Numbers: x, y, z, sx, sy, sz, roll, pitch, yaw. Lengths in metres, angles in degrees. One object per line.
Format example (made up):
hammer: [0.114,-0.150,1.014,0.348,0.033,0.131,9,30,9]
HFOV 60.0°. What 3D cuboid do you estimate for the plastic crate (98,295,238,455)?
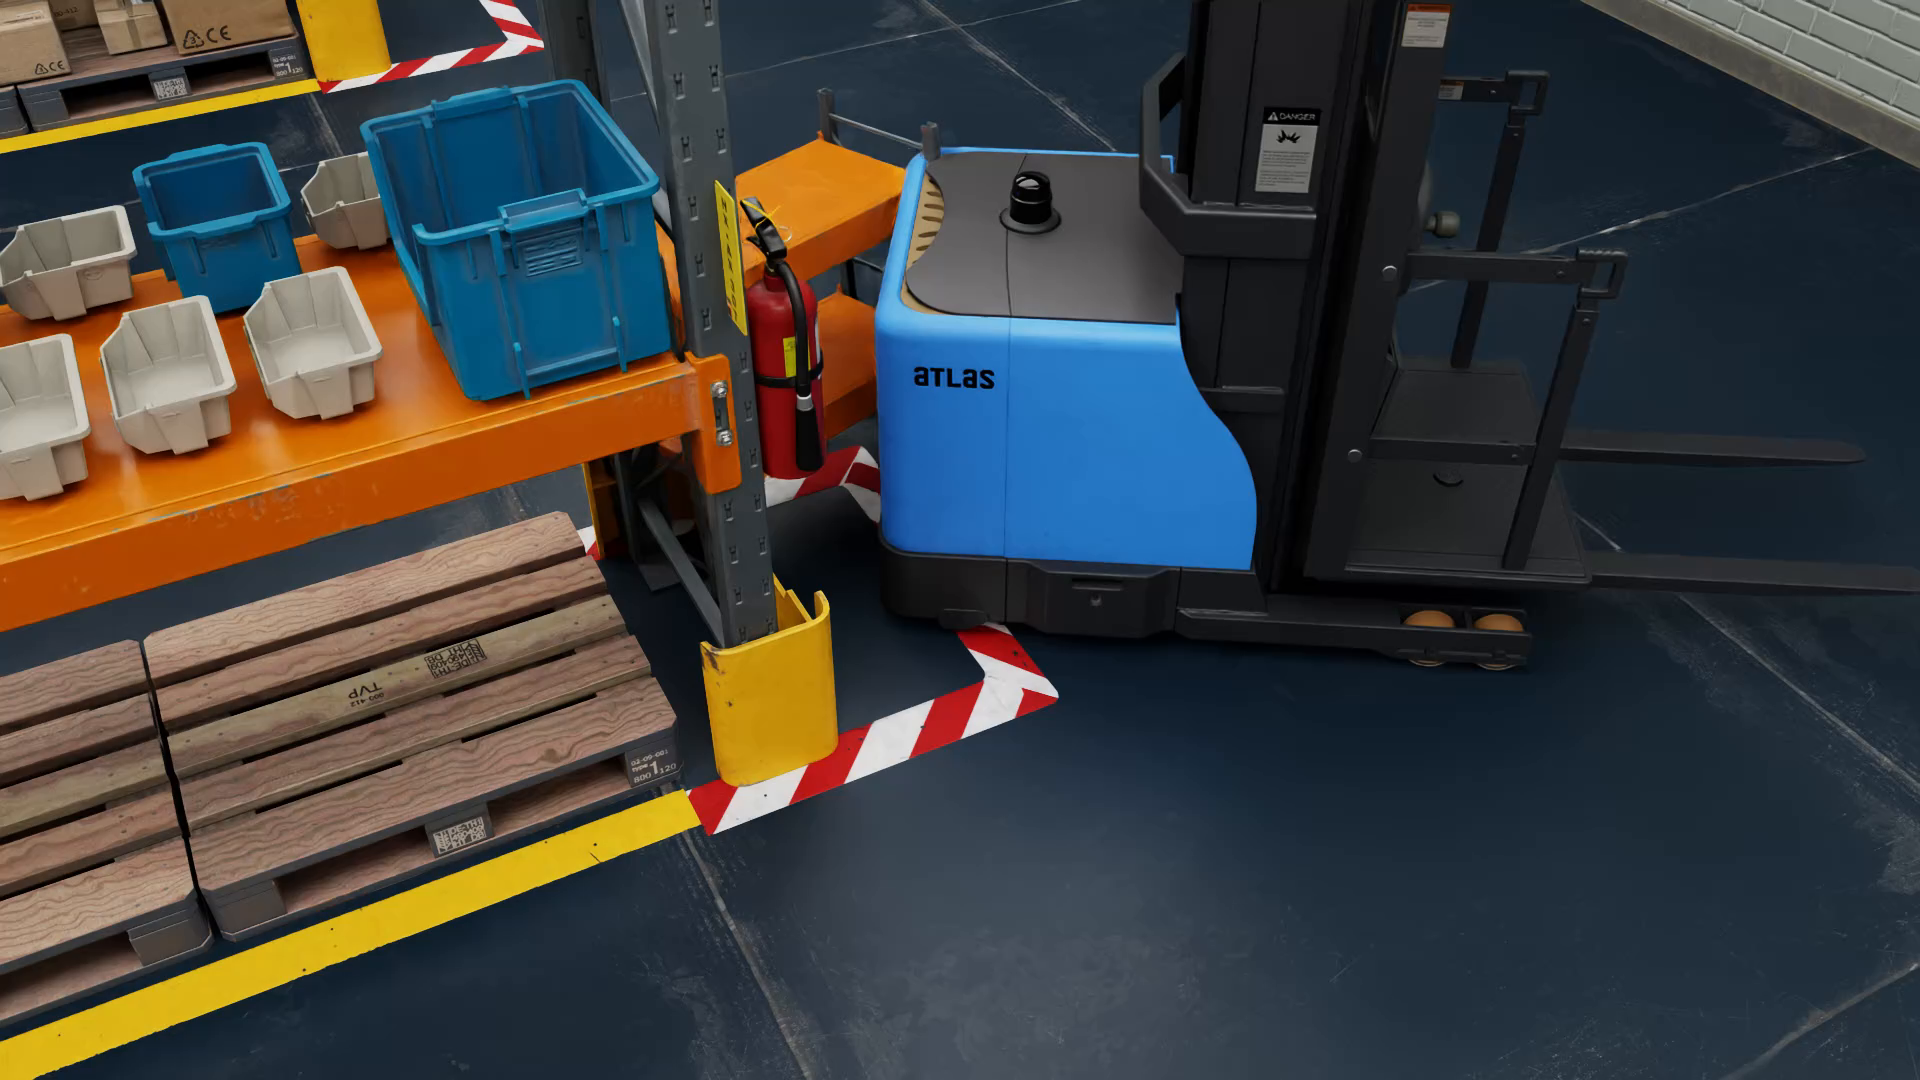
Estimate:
plastic crate: [-1.653,-0.335,3.482,0.243,0.136,0.396,-19,44,-21]

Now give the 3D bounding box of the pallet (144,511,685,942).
pallet: [-1.499,0.450,4.555,1.213,0.211,1.003,-19,44,-21]

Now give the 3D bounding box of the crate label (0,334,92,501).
crate label: [-1.889,-0.238,3.367,0.243,0.136,0.396,-19,44,-21]

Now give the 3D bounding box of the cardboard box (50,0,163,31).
cardboard box: [-4.091,-2.647,7.843,0.500,0.250,0.500,-19,44,-21]

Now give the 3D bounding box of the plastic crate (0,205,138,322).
plastic crate: [-2.045,-0.624,3.824,0.298,0.136,0.250,-19,44,-21]

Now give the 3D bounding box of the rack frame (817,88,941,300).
rack frame: [-0.214,-0.847,5.322,0.500,1.125,0.032,28,47,36]

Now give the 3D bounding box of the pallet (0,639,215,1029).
pallet: [-2.580,0.812,4.128,1.213,0.211,1.003,-19,44,-21]

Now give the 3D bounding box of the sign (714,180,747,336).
sign: [-0.481,-0.590,3.499,0.005,0.325,0.100,-19,44,-21]

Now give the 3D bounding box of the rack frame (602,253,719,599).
rack frame: [-0.918,-0.372,4.763,0.500,1.125,0.032,28,47,36]

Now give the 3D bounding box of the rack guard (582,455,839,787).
rack guard: [-0.735,0.102,4.743,0.348,0.500,1.175,-19,44,-21]

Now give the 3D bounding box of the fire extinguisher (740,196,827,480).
fire extinguisher: [-0.406,-0.451,3.809,0.183,0.674,0.296,-19,44,-21]

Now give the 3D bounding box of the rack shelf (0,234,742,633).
rack shelf: [-2.524,0.034,3.445,4.000,0.370,1.077,-19,44,-21]

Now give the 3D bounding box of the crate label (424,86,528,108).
crate label: [-1.121,-0.912,4.089,0.303,0.233,0.416,-19,44,-21]

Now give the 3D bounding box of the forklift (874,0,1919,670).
forklift: [1.307,-1.102,4.283,3.031,2.935,1.130,3,40,3]

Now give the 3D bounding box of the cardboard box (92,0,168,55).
cardboard box: [-3.804,-2.391,7.606,0.250,0.166,0.380,-19,44,-21]

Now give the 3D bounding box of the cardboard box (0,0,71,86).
cardboard box: [-4.260,-2.226,7.346,0.500,0.250,0.500,-19,44,-21]

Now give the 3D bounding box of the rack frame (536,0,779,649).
rack frame: [-0.750,-0.838,3.918,0.127,3.000,1.000,-19,44,-21]

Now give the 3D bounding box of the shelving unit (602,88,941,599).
shelving unit: [-0.566,-0.609,5.042,0.538,1.125,1.048,28,47,36]

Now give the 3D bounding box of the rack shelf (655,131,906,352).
rack shelf: [-0.586,-0.844,4.868,0.538,0.278,1.000,28,47,36]

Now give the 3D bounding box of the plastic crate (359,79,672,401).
plastic crate: [-0.961,-0.667,3.643,0.499,0.435,0.616,-19,44,-21]

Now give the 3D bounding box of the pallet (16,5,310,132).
pallet: [-3.809,-2.352,7.865,1.213,0.211,1.003,-19,44,-21]

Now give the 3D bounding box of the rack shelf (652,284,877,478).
rack shelf: [-0.550,-0.413,5.188,0.538,0.278,1.000,28,47,36]

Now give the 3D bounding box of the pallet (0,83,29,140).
pallet: [-4.889,-1.990,7.438,1.213,0.211,1.003,-19,44,-21]

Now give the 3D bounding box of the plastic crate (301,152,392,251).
plastic crate: [-1.444,-0.827,4.063,0.298,0.136,0.250,-19,44,-21]

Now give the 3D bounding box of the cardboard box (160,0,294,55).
cardboard box: [-3.403,-2.588,7.580,0.500,0.500,0.500,-19,44,-21]

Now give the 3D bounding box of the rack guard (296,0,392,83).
rack guard: [-3.102,-2.701,8.054,0.348,0.500,1.175,-19,44,-21]

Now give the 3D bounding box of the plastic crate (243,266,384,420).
plastic crate: [-1.390,-0.413,3.574,0.243,0.136,0.396,-19,44,-21]

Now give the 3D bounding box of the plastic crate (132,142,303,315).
plastic crate: [-1.705,-0.715,3.857,0.300,0.233,0.416,-19,44,-21]
